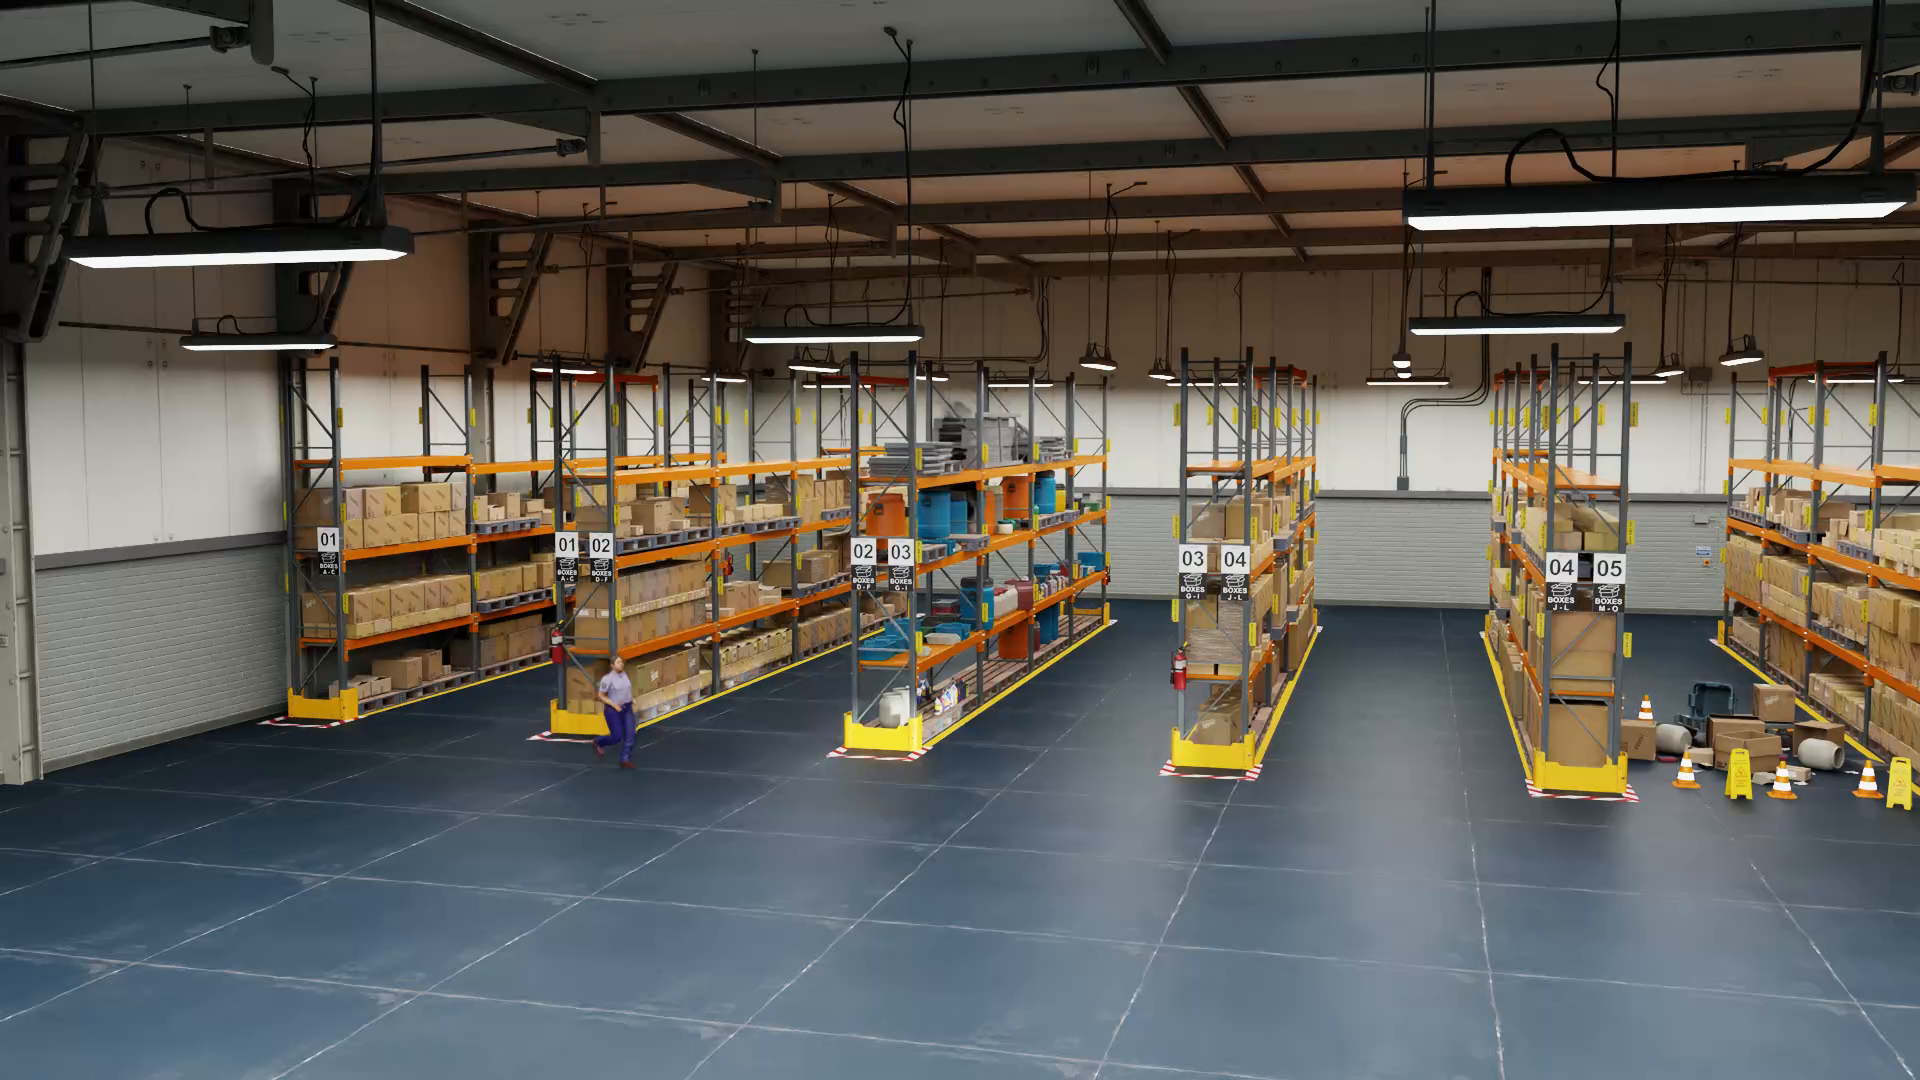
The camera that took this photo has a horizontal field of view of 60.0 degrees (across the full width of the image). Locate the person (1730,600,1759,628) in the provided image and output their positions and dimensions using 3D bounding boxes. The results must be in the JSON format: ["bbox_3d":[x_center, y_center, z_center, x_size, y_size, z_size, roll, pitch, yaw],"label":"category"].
[{"bbox_3d":[17.870,1.323,37.939,0.758,1.725,1.025,-3,5,-31],"label":"person"}]

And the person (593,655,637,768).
[{"bbox_3d":[-4.918,2.460,23.857,0.727,1.601,0.616,3,5,34],"label":"person"}]
